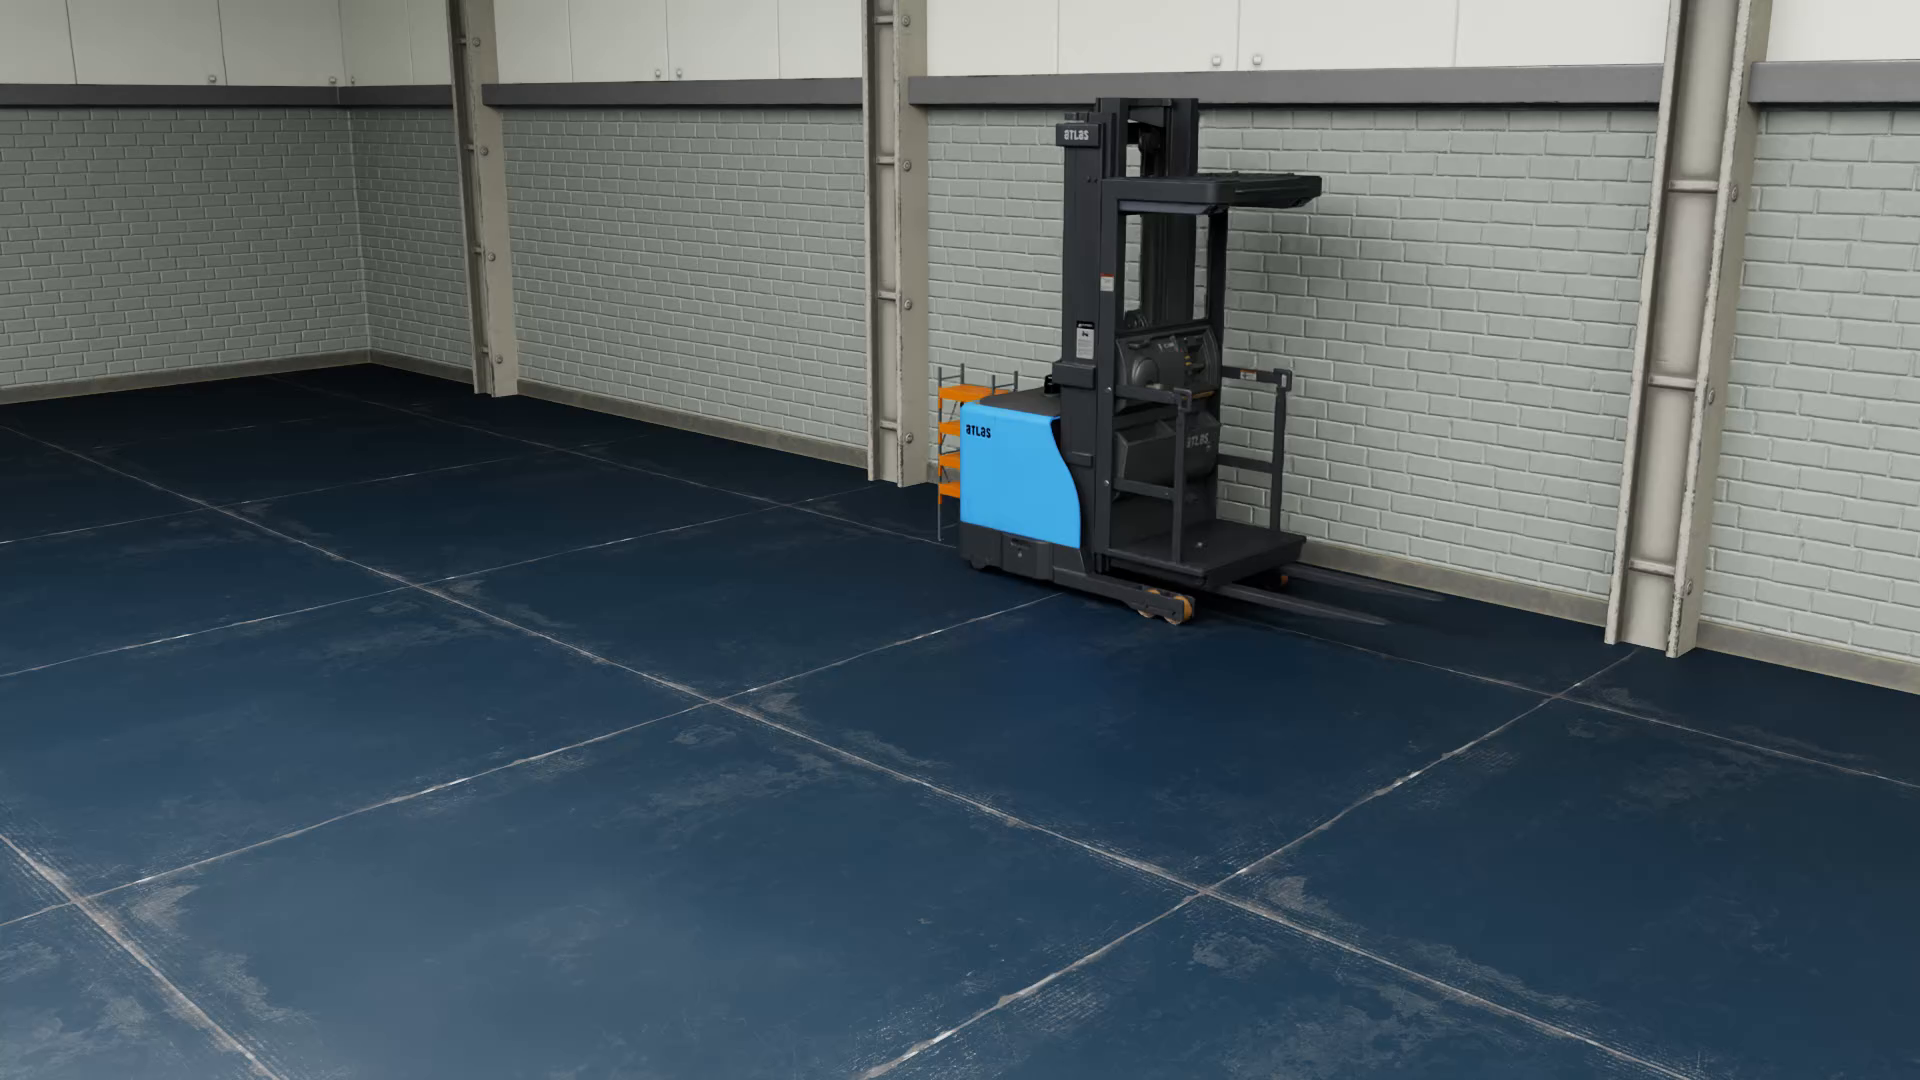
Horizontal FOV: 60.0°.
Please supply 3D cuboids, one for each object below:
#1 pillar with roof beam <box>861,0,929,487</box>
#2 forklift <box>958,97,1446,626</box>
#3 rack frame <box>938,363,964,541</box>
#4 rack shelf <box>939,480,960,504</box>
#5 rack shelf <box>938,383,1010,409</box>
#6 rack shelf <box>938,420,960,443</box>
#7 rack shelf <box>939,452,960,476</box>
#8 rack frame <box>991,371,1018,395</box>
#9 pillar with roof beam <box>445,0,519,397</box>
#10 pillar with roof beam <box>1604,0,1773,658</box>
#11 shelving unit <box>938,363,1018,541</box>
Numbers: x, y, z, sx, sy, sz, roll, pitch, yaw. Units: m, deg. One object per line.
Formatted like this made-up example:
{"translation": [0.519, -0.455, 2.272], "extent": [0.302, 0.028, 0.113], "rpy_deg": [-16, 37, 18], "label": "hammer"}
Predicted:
{"translation": [-3.478, -4.048, 9.119], "extent": [0.400, 9.000, 9.100], "rpy_deg": [14, 20, 42], "label": "pillar with roof beam"}
{"translation": [1.395, -1.079, 9.760], "extent": [3.031, 2.935, 1.130], "rpy_deg": [14, 20, 42], "label": "forklift"}
{"translation": [-0.061, -0.597, 11.337], "extent": [0.015, 1.200, 0.240], "rpy_deg": [14, 20, 42], "label": "rack frame"}
{"translation": [0.114, -0.296, 11.241], "extent": [0.480, 0.148, 0.258], "rpy_deg": [14, 20, 42], "label": "rack shelf"}
{"translation": [0.116, -0.933, 11.074], "extent": [0.480, 0.148, 0.258], "rpy_deg": [14, 20, 42], "label": "rack shelf"}
{"translation": [0.115, -0.705, 11.134], "extent": [0.480, 0.148, 0.258], "rpy_deg": [14, 20, 42], "label": "rack shelf"}
{"translation": [0.115, -0.488, 11.190], "extent": [0.480, 0.148, 0.258], "rpy_deg": [14, 20, 42], "label": "rack shelf"}
{"translation": [0.291, -0.510, 11.010], "extent": [0.015, 1.200, 0.240], "rpy_deg": [14, 20, 42], "label": "rack frame"}
{"translation": [-7.797, -5.098, 13.149], "extent": [0.400, 9.000, 9.100], "rpy_deg": [14, 20, 42], "label": "pillar with roof beam"}
{"translation": [0.842, -2.997, 5.089], "extent": [0.400, 9.000, 9.100], "rpy_deg": [14, 20, 42], "label": "pillar with roof beam"}
{"translation": [0.115, -0.553, 11.173], "extent": [0.503, 1.200, 0.258], "rpy_deg": [14, 20, 42], "label": "shelving unit"}
